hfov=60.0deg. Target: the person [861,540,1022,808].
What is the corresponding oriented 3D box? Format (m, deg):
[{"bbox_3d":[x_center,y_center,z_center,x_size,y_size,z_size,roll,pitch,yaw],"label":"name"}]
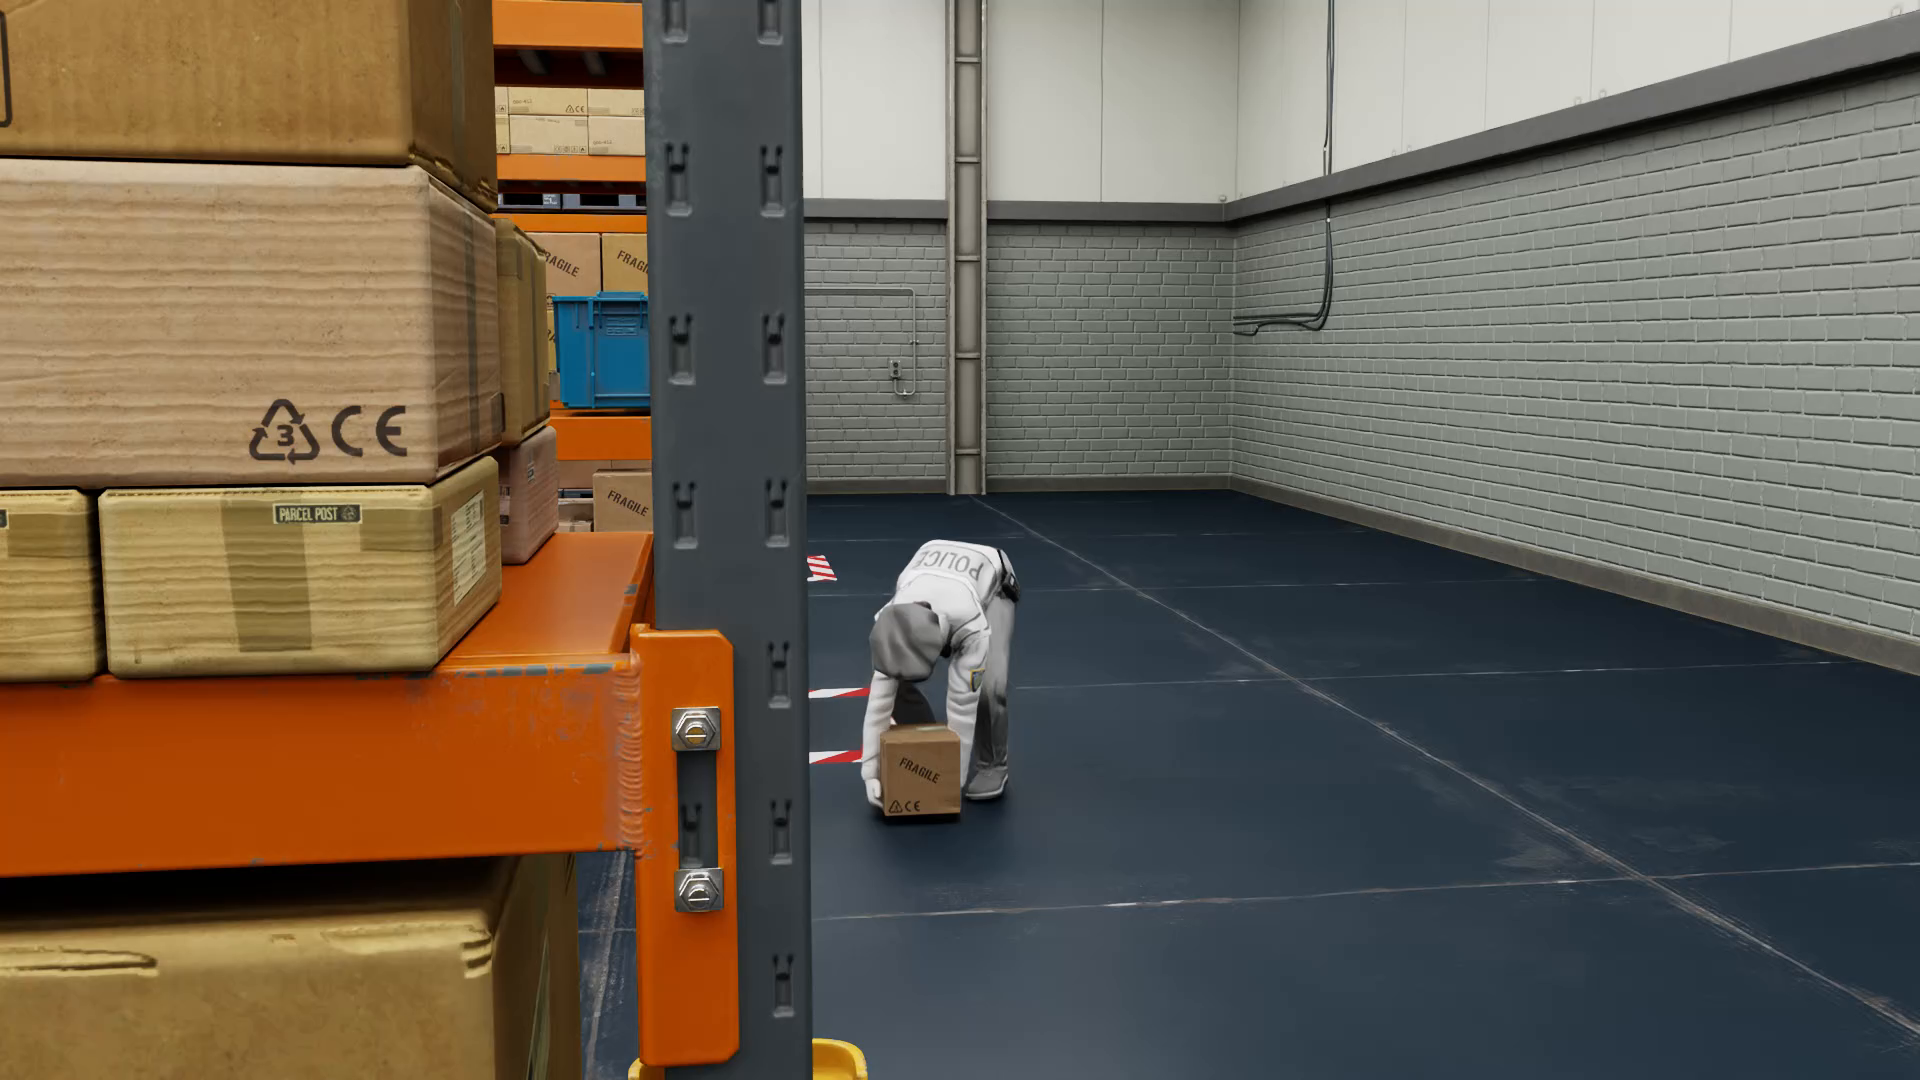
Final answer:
[{"bbox_3d":[-0.068,0.466,5.707,0.463,0.883,0.886,2,7,19],"label":"person"}]
